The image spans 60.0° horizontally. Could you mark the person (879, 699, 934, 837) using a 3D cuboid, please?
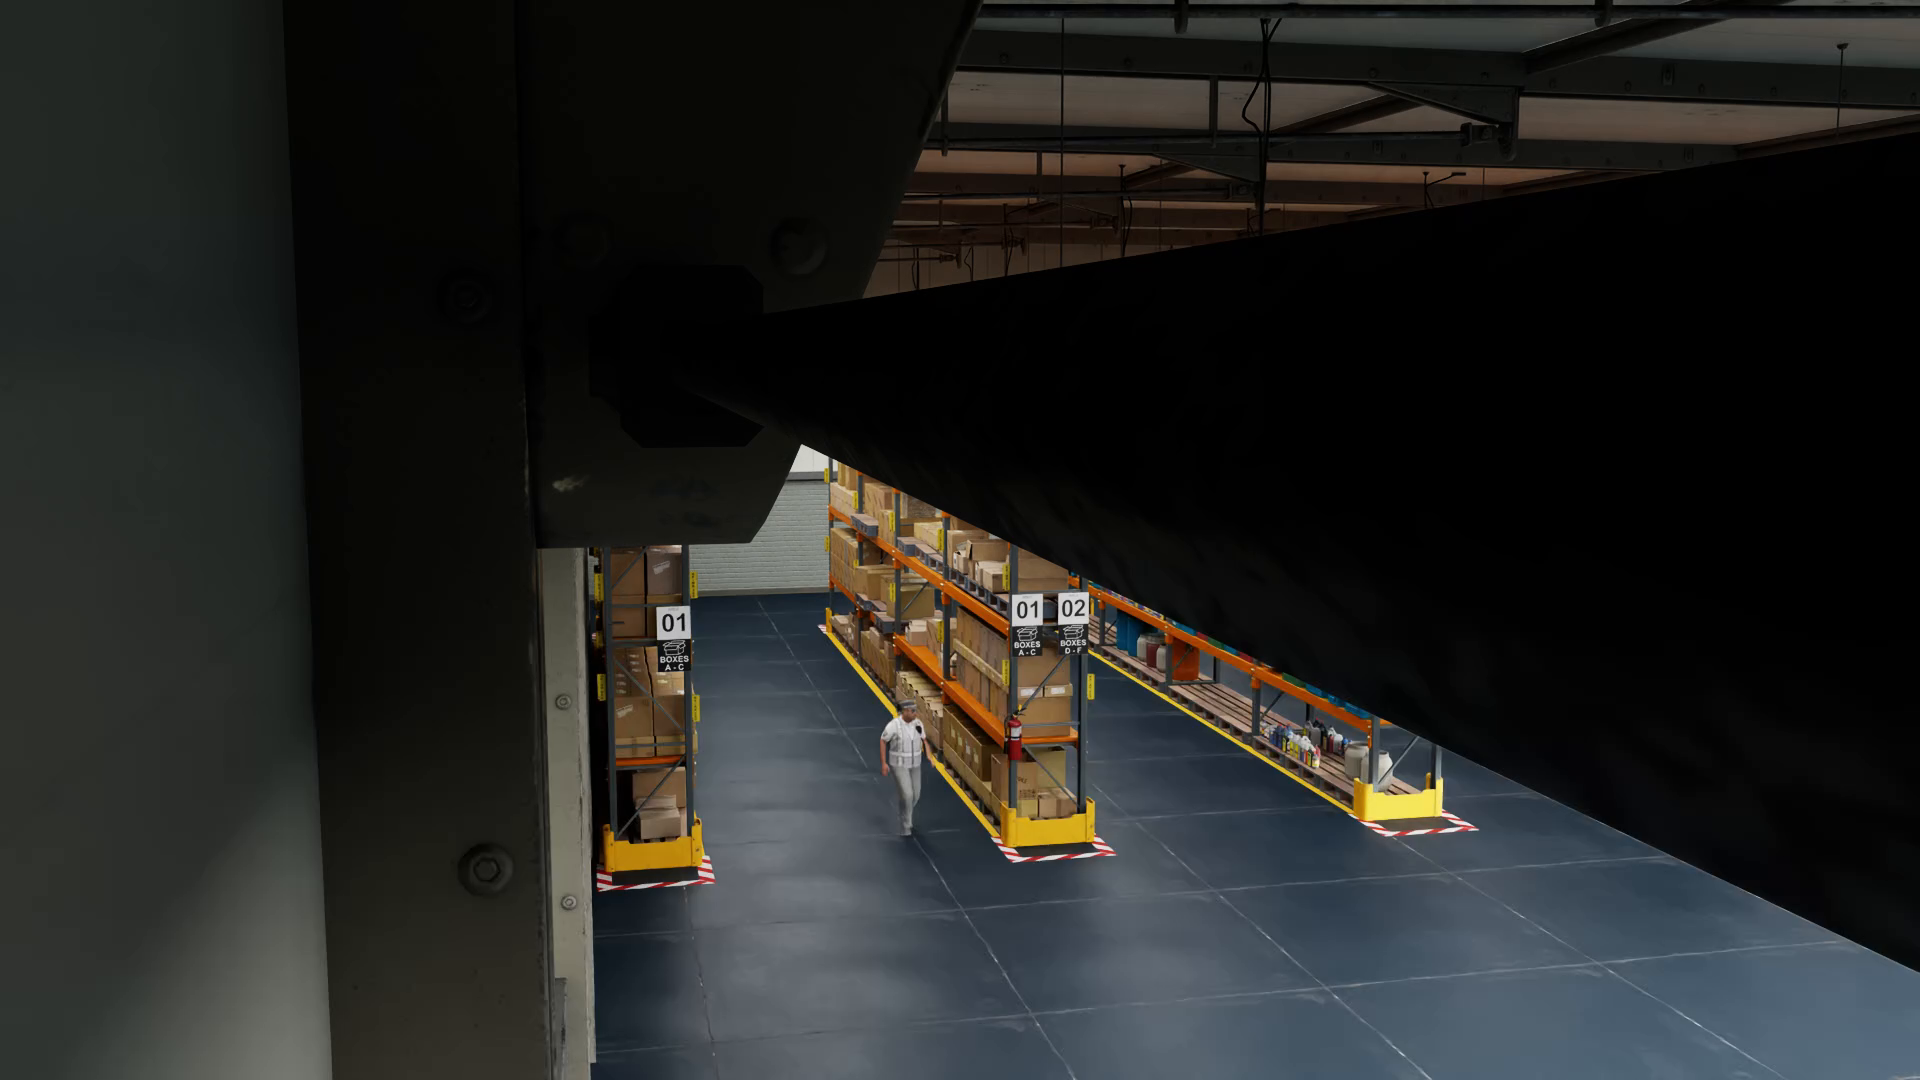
[{"bbox_3d":[-0.678,2.969,21.600,0.631,1.822,0.664,-5,8,-34],"label":"person"}]
